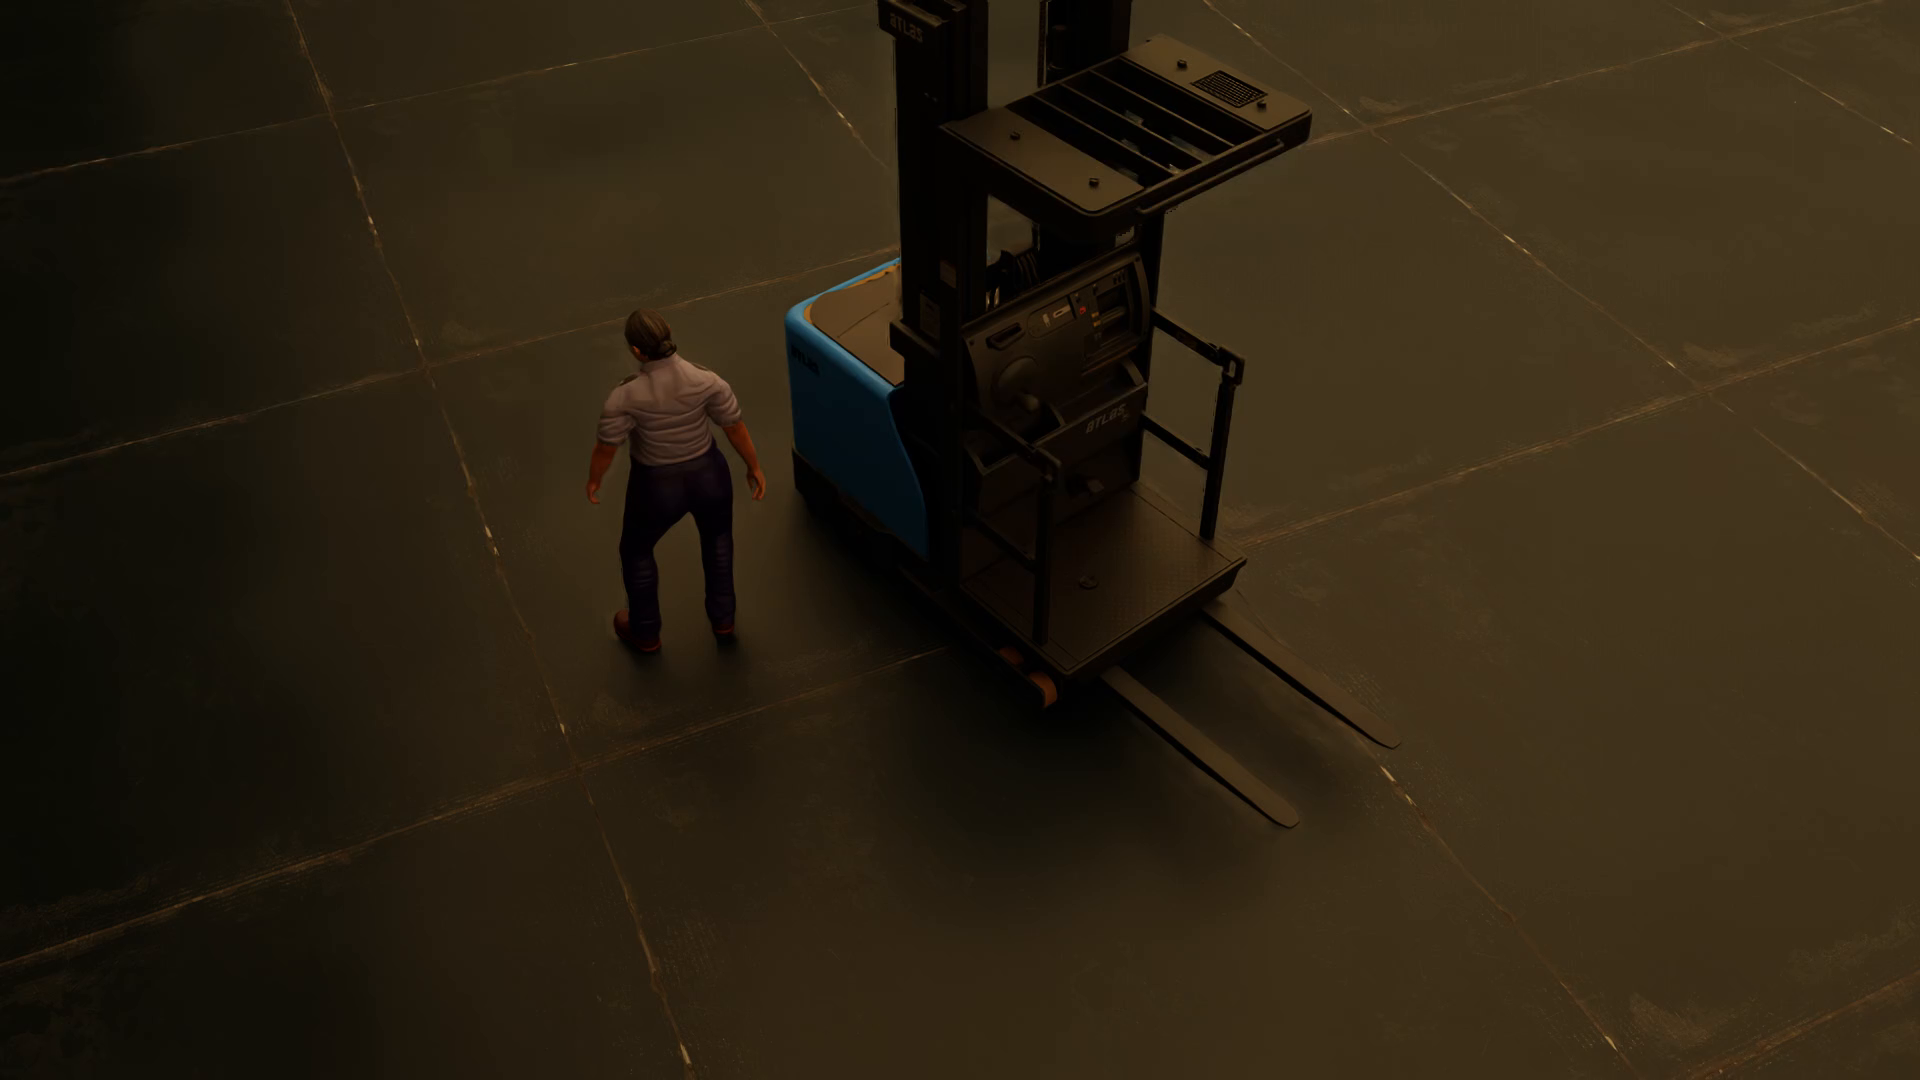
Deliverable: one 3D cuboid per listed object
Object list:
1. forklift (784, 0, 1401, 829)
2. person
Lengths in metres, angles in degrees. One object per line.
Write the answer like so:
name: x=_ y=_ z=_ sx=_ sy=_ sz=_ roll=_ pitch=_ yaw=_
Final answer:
forklift: x=0.536 y=-0.746 z=6.480 sx=1.130 sy=2.935 sz=3.031 roll=-30 pitch=51 yaw=-28
person: x=-1.177 y=-0.241 z=6.906 sx=0.721 sy=1.620 sz=0.348 roll=-16 pitch=45 yaw=-16
